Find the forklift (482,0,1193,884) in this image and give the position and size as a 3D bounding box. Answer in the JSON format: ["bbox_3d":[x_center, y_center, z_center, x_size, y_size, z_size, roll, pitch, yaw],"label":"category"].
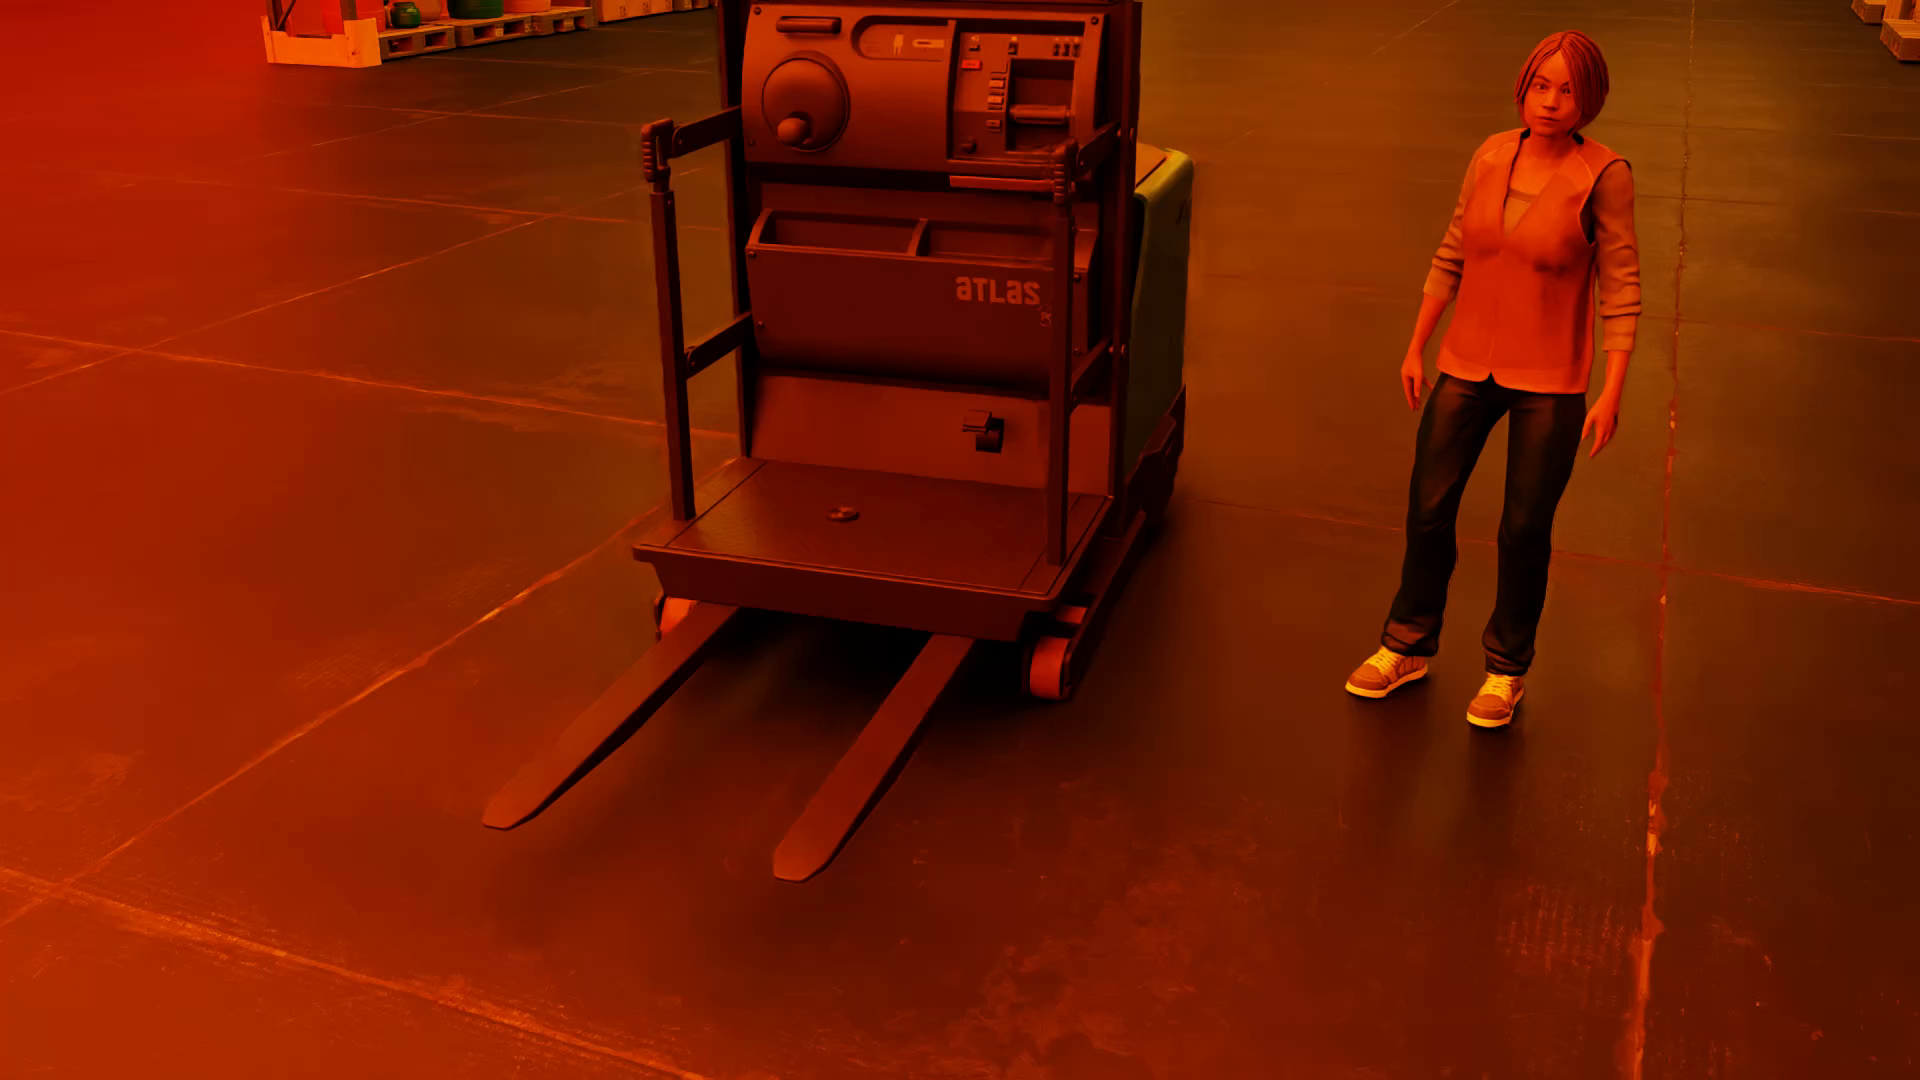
[{"bbox_3d":[-0.164,-1.120,3.973,1.130,2.935,3.031,7,24,16],"label":"forklift"}]

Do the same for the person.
[{"bbox_3d":[1.256,-0.346,3.848,0.530,1.600,0.401,18,29,36],"label":"person"}]
